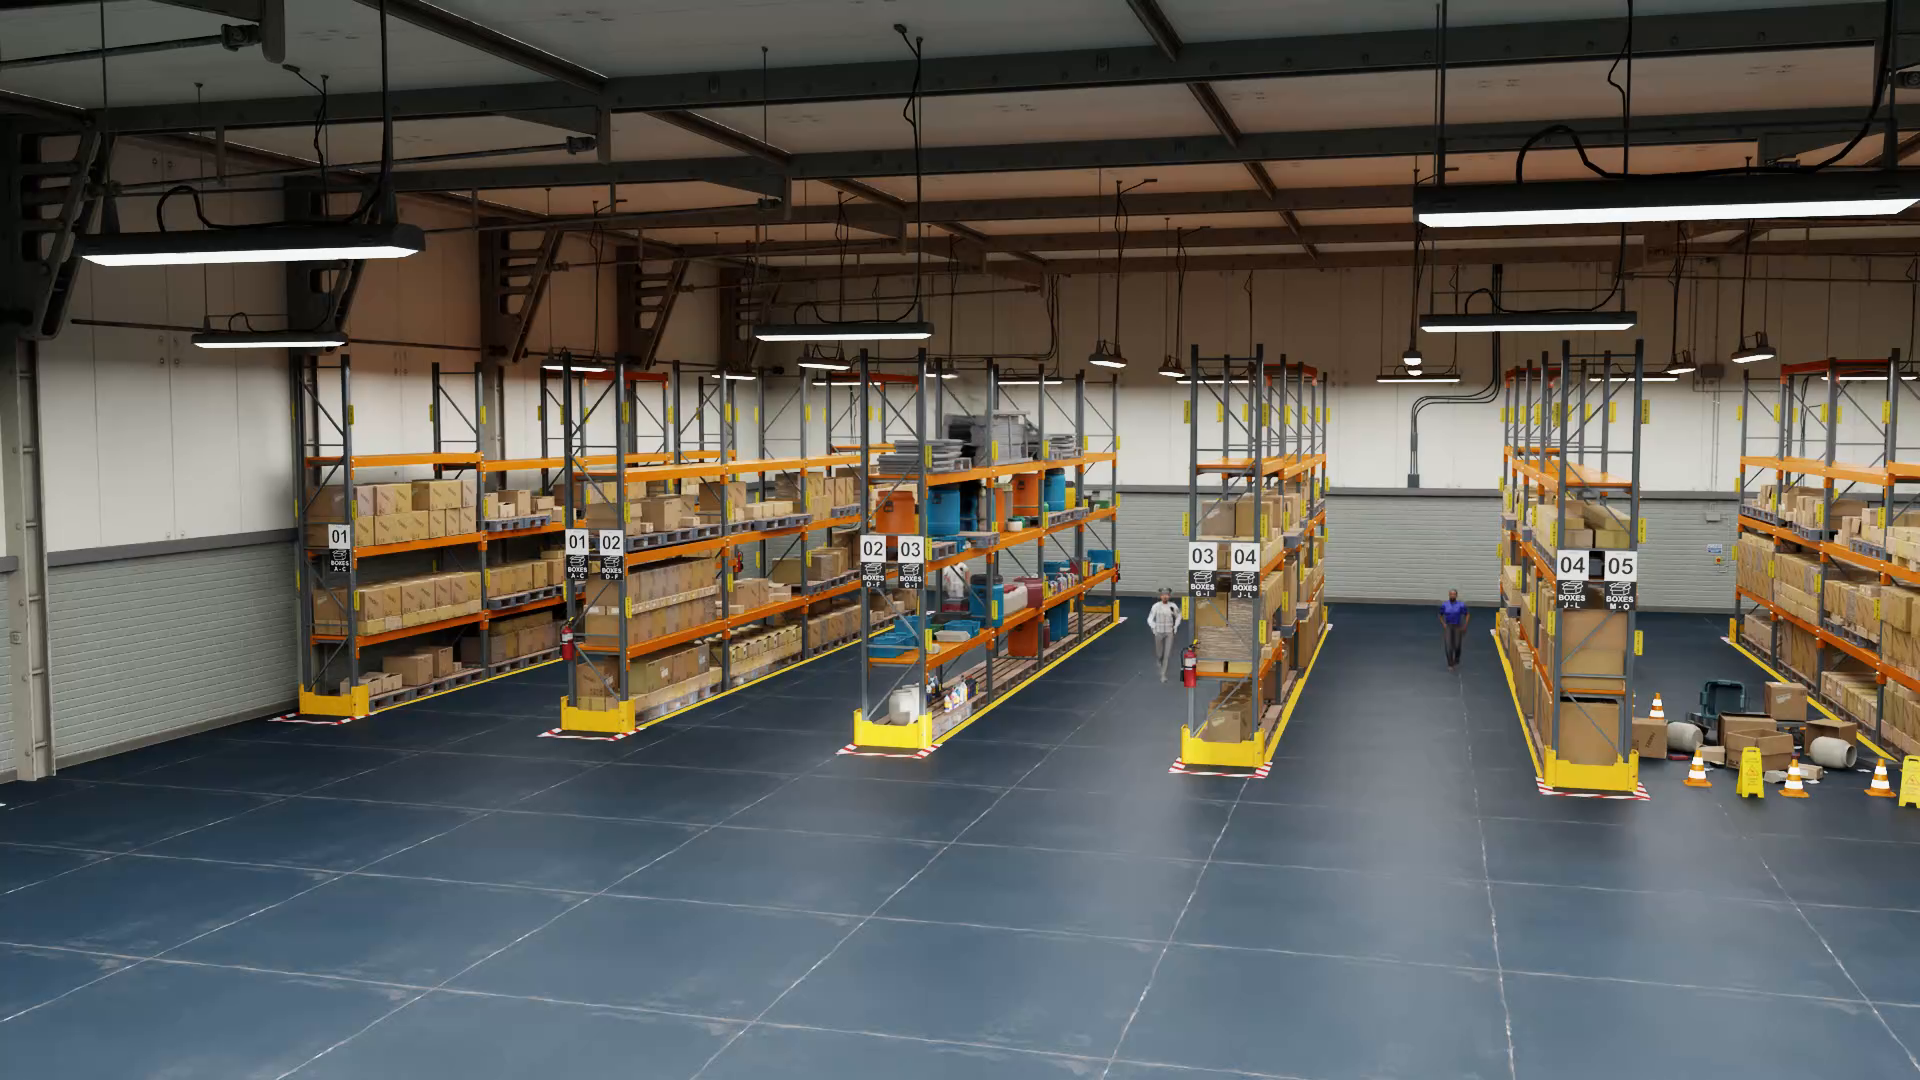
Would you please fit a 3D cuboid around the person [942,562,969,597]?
[{"bbox_3d":[-0.121,1.176,39.455,0.606,1.827,0.818,1,4,9],"label":"person"}]

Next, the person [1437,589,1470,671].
[{"bbox_3d":[9.659,1.766,32.571,0.601,1.604,0.568,1,5,18],"label":"person"}]

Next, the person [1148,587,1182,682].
[{"bbox_3d":[3.658,1.662,29.664,0.617,1.681,0.696,0,4,5],"label":"person"}]
